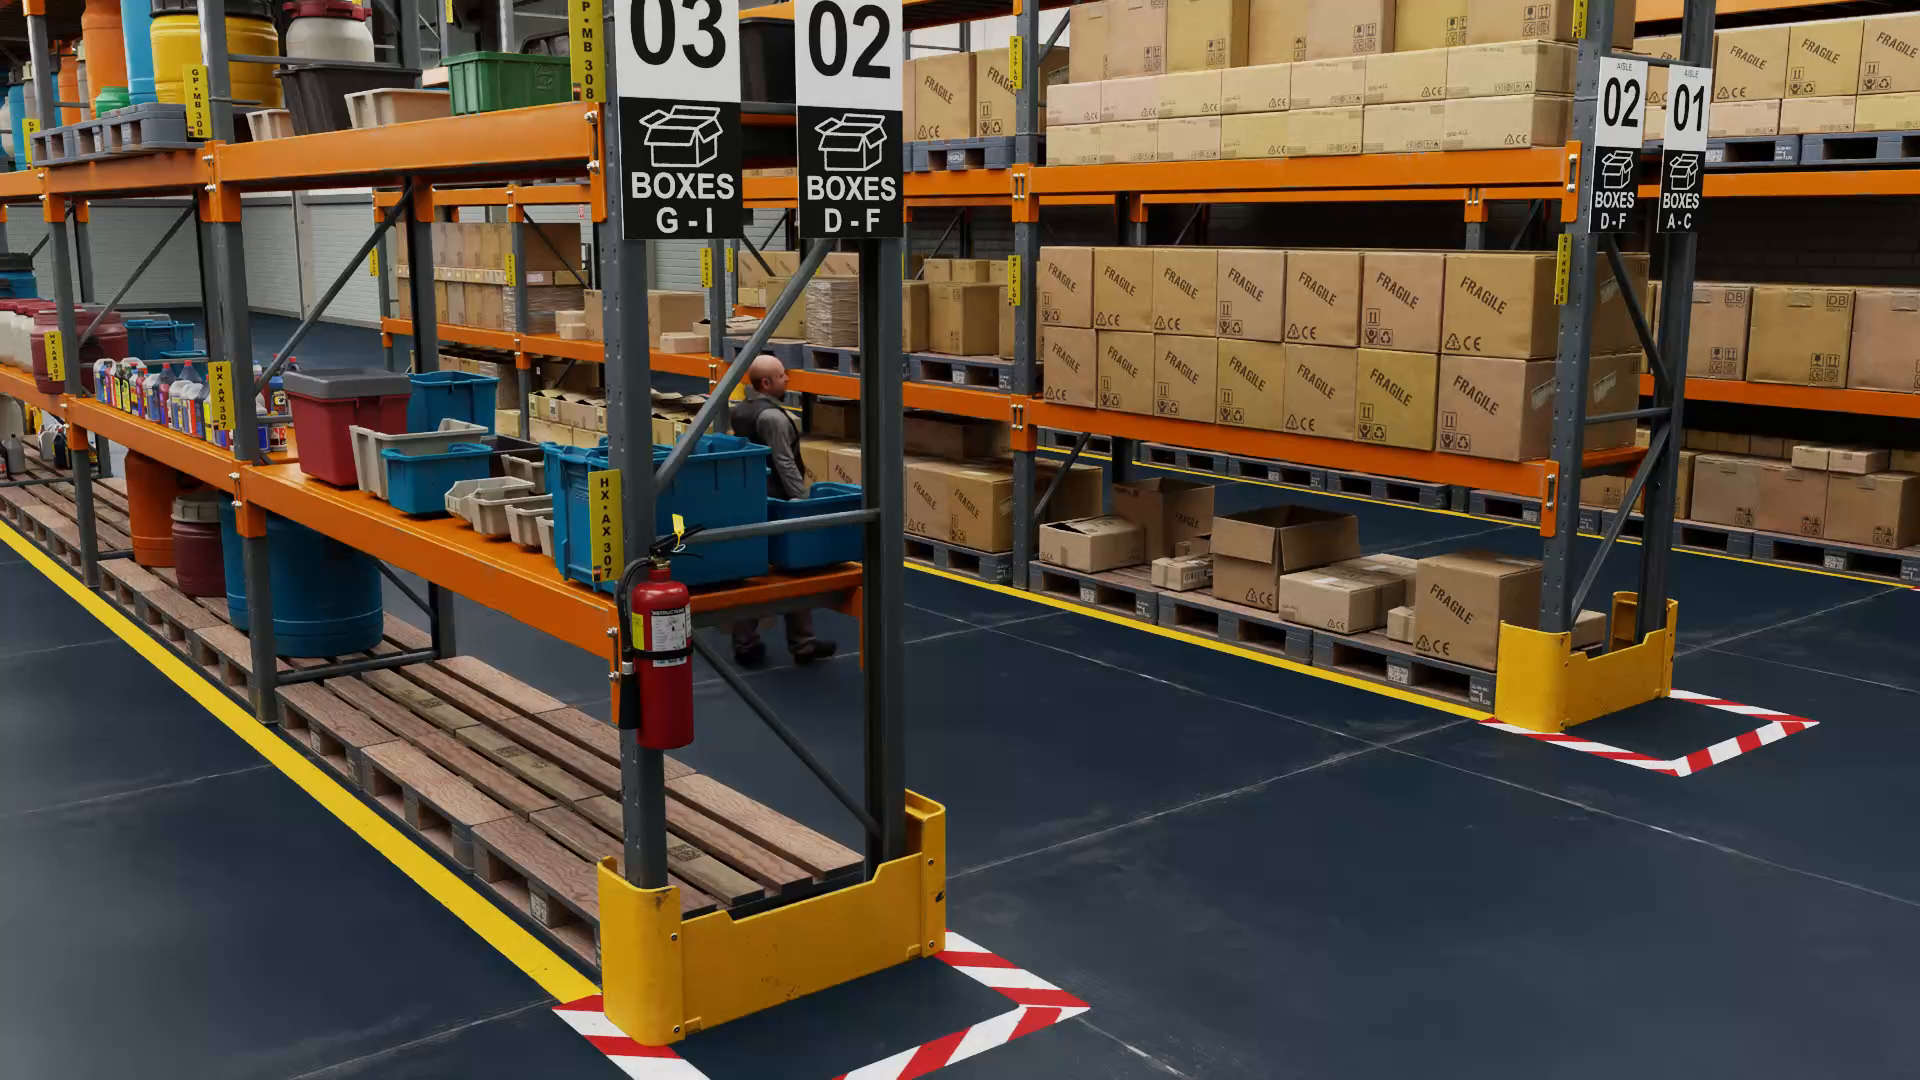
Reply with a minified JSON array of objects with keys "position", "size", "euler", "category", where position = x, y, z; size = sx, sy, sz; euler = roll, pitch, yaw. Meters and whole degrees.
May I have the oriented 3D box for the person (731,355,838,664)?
[{"position":[-0.988,-0.172,9.271],"size":[0.550,1.724,0.600],"euler":[-8,14,-37],"category":"person"}]
